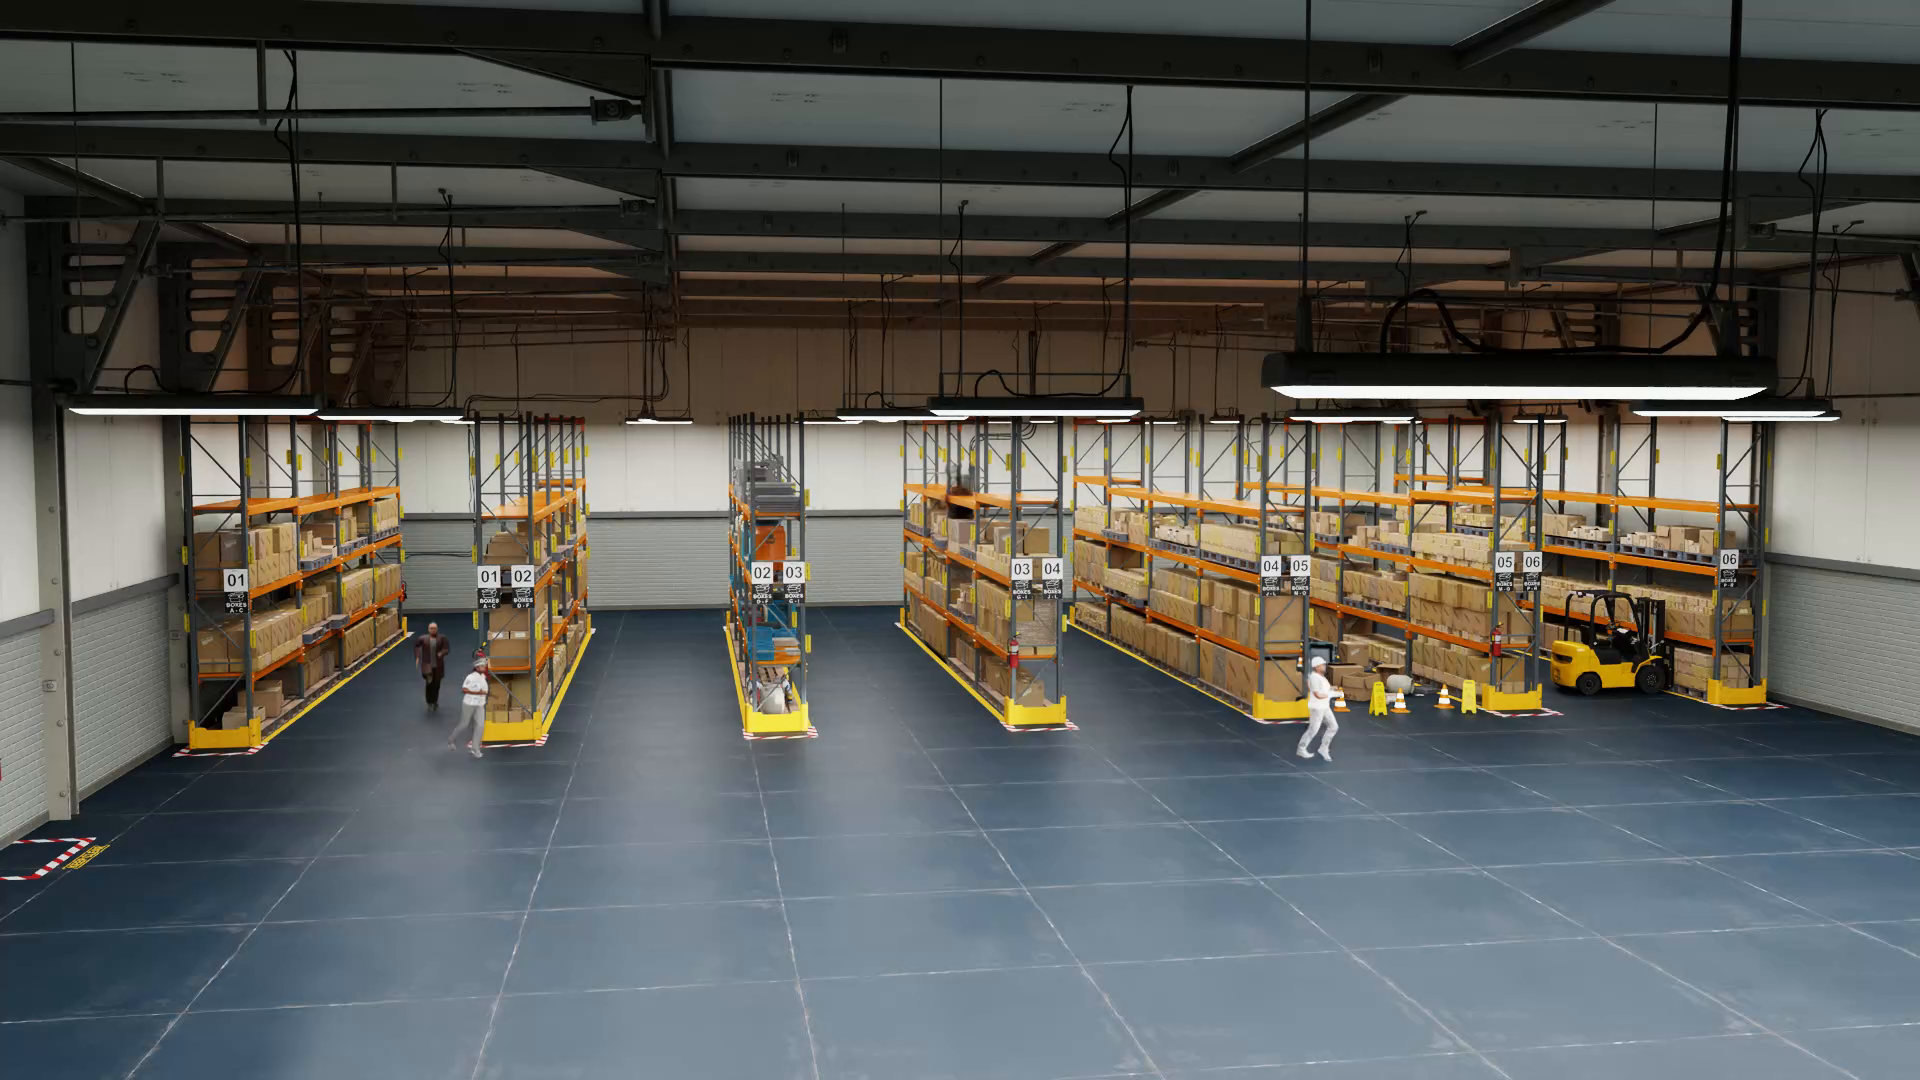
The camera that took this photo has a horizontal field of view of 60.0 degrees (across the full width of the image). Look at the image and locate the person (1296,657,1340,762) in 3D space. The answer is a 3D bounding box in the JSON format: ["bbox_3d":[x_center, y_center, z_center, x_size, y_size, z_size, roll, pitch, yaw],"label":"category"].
[{"bbox_3d":[6.130,2.901,28.410,0.737,1.825,0.645,2,4,28],"label":"person"}]

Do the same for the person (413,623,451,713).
[{"bbox_3d":[-10.605,2.567,33.467,0.666,1.820,0.888,-2,4,-27],"label":"person"}]

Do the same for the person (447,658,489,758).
[{"bbox_3d":[-8.507,2.910,29.125,0.873,1.686,0.617,3,5,33],"label":"person"}]
